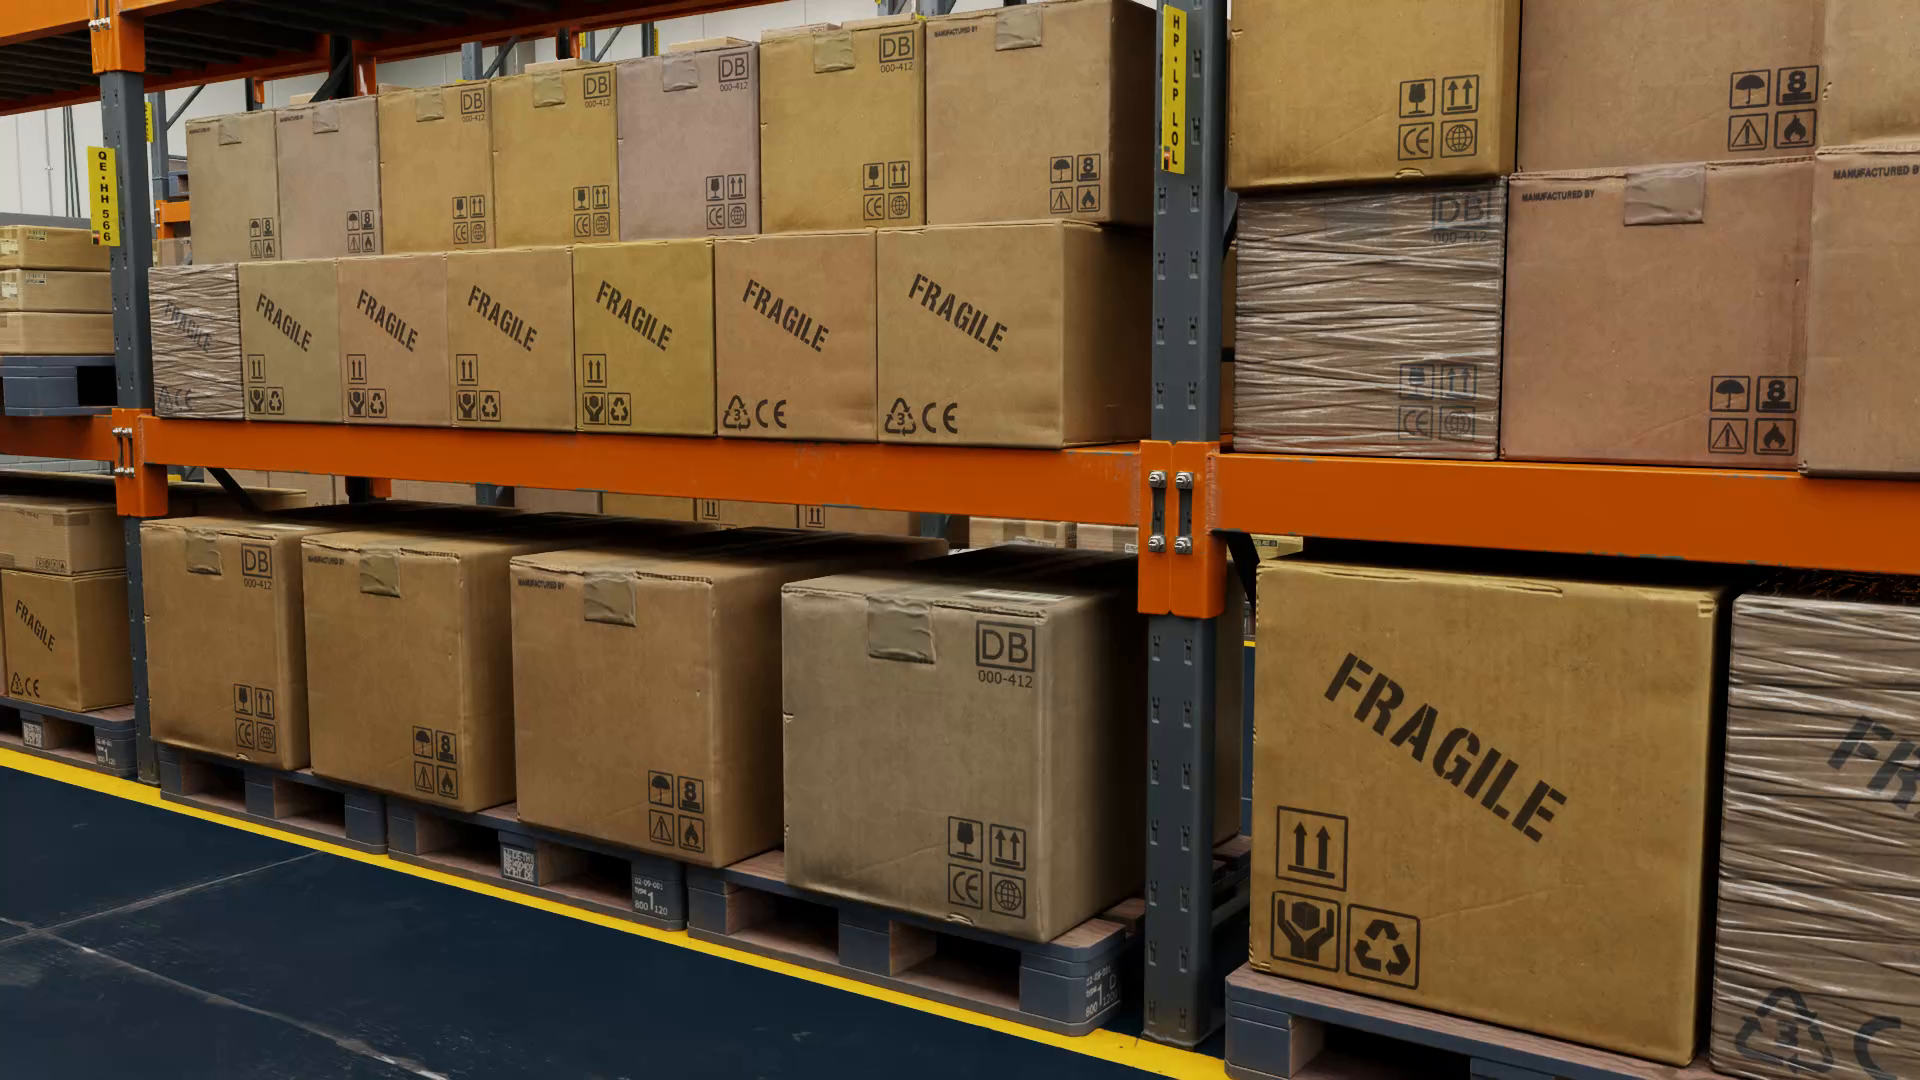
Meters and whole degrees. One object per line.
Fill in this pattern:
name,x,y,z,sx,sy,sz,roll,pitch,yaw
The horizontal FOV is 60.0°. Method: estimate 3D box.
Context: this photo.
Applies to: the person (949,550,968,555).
person,-0.072,0.426,6.327,1.020,0.819,0.527,6,9,44
